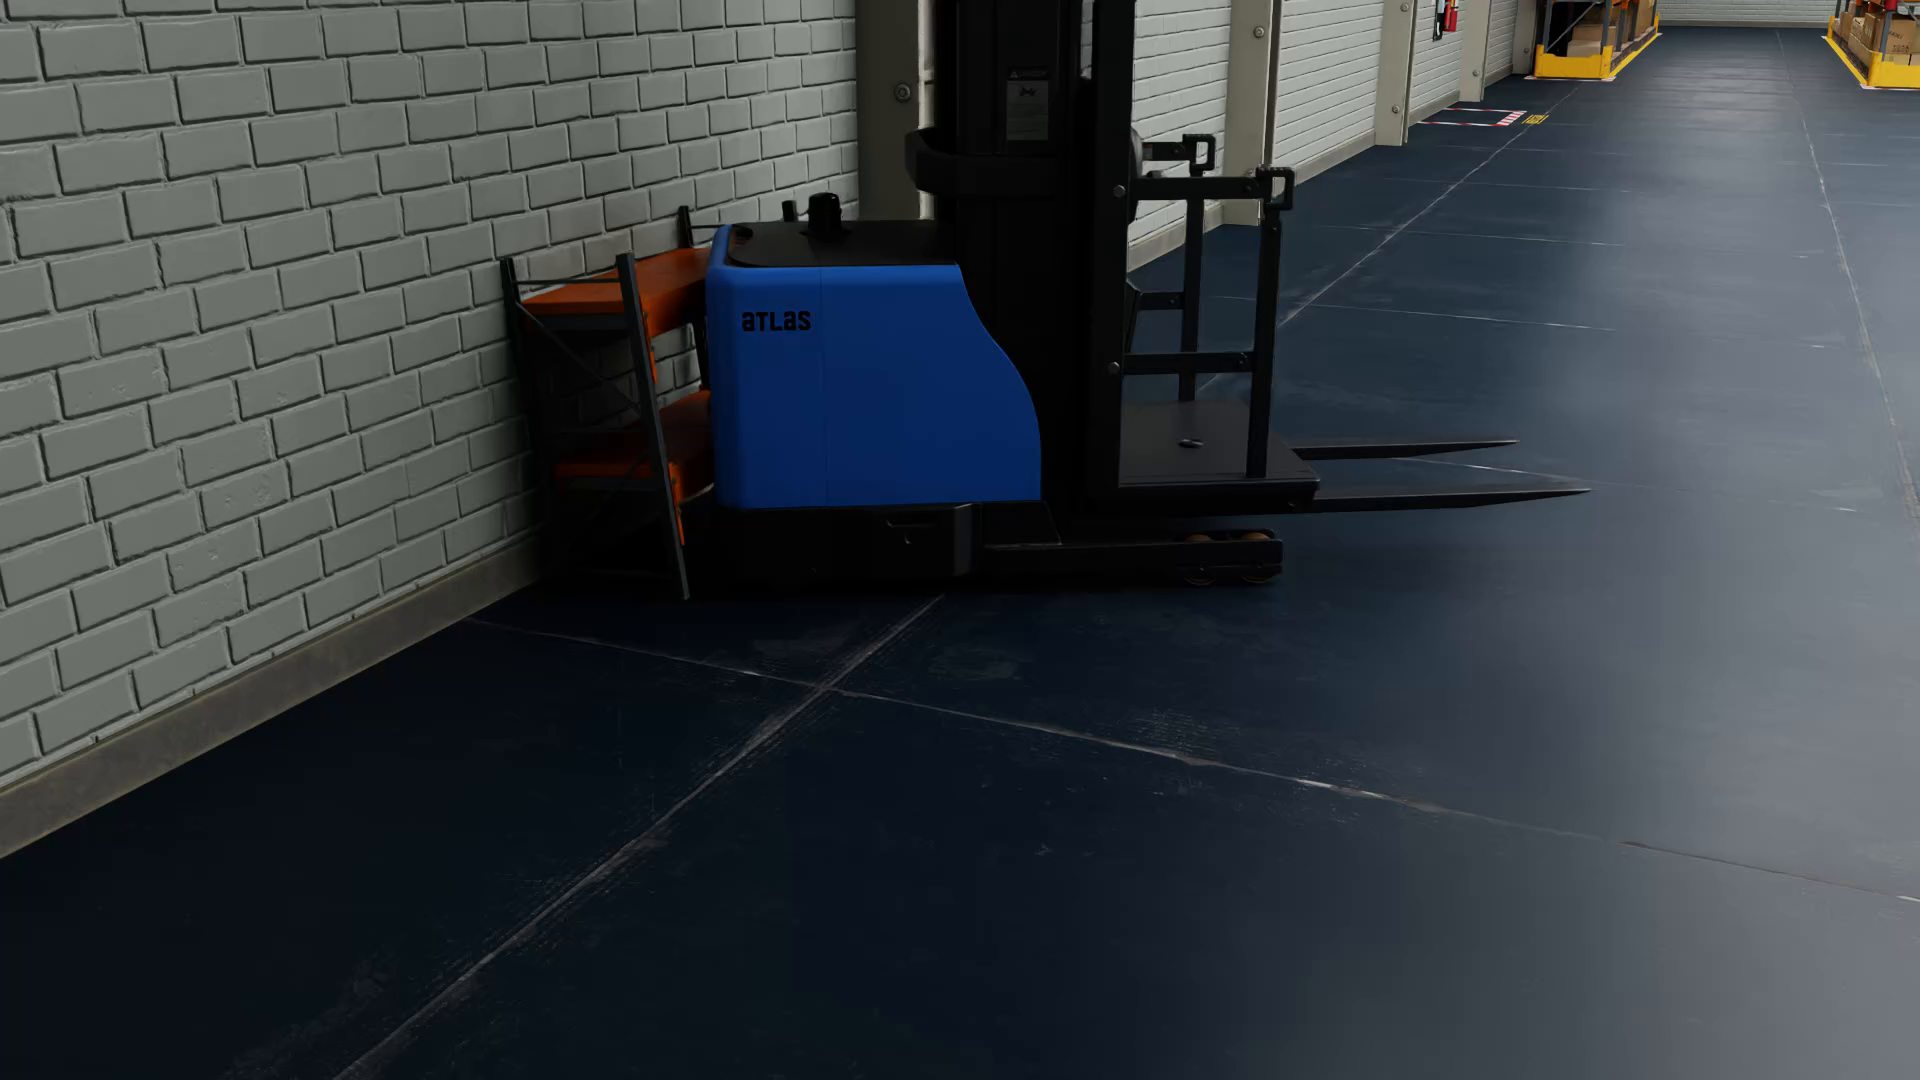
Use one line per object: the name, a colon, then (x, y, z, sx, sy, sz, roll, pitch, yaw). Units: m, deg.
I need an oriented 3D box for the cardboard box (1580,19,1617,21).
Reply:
cardboard box: (12.186, -9.717, 31.889, 0.700, 0.500, 0.500, 8, 21, 22)

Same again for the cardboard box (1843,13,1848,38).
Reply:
cardboard box: (18.902, -10.813, 34.970, 0.500, 0.500, 0.500, 9, 21, 23)

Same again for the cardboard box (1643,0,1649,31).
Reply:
cardboard box: (14.863, -11.709, 36.998, 0.750, 0.750, 0.750, 9, 21, 23)

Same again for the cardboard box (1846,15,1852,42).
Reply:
cardboard box: (18.274, -10.345, 33.655, 0.500, 0.500, 0.500, 8, 21, 21)

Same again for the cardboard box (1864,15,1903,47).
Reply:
cardboard box: (15.370, -8.468, 27.660, 0.500, 0.500, 0.500, 9, 21, 23)

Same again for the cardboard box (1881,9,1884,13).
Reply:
cardboard box: (20.296, -11.668, 37.371, 0.797, 0.503, 0.637, 9, 21, 23)

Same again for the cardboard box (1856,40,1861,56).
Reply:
cardboard box: (16.160, -8.685, 29.391, 0.500, 0.250, 0.500, 8, 21, 22)

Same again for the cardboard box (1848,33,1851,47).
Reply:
cardboard box: (17.411, -9.622, 32.025, 0.500, 0.250, 0.500, 8, 21, 23)

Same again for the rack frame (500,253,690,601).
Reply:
rack frame: (-1.170, -0.348, 5.328, 0.500, 1.125, 0.032, 3, 21, 25)

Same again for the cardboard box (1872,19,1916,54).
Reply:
cardboard box: (14.565, -7.854, 25.935, 0.500, 0.500, 0.500, 9, 21, 23)

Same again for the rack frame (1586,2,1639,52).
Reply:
rack frame: (13.372, -11.518, 33.879, 1.000, 3.000, 0.127, 9, 21, 23)

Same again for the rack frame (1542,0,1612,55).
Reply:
rack frame: (10.096, -9.072, 27.003, 1.000, 3.000, 0.127, 9, 21, 23)

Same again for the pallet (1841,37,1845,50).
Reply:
pallet: (19.232, -10.494, 35.163, 1.003, 0.211, 1.213, 9, 21, 23)

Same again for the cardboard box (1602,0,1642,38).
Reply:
cardboard box: (13.793, -10.910, 34.750, 0.750, 0.750, 0.750, 8, 21, 22)

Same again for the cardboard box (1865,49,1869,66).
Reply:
cardboard box: (14.964, -7.808, 26.925, 0.500, 0.250, 0.500, 9, 21, 23)

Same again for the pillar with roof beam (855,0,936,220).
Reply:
pillar with roof beam: (3.693, -4.304, 4.642, 9.100, 9.000, 0.400, 9, 21, 23)

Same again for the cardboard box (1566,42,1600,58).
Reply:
cardboard box: (10.462, -8.212, 27.939, 0.500, 0.311, 0.500, 6, 20, 17)

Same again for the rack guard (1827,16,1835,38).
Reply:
rack guard: (21.138, -12.084, 39.201, 1.175, 0.500, 0.348, 9, 21, 23)

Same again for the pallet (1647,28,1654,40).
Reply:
pallet: (15.891, -12.023, 39.461, 1.003, 0.211, 1.213, 9, 21, 23)

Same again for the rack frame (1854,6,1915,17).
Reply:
rack frame: (17.893, -10.839, 31.971, 1.000, 3.000, 0.127, 9, 21, 23)

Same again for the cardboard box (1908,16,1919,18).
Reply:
cardboard box: (15.656, -8.241, 27.023, 0.500, 0.500, 0.500, 9, 21, 23)

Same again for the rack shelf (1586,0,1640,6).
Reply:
rack shelf: (12.553, -10.568, 32.280, 1.077, 0.370, 4.000, 9, 21, 23)

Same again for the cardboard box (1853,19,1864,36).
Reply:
cardboard box: (16.992, -9.569, 31.038, 0.500, 0.311, 0.500, 8, 21, 21)

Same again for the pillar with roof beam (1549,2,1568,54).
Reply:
pillar with roof beam: (15.978, -13.475, 30.429, 9.100, 9.000, 0.400, 9, 21, 23)

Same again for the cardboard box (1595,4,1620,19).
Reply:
cardboard box: (12.628, -10.350, 32.550, 0.500, 0.250, 0.500, 8, 21, 22)

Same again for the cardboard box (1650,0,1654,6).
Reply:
cardboard box: (16.462, -12.919, 39.955, 0.380, 0.149, 0.250, 9, 22, 24)

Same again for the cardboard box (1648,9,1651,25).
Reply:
cardboard box: (16.043, -12.449, 39.601, 0.700, 0.500, 0.500, 8, 21, 21)

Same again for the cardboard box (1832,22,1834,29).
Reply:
cardboard box: (20.582, -12.000, 38.806, 0.380, 0.166, 0.250, 9, 21, 23)

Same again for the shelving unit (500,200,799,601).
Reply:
shelving unit: (-0.965, -0.517, 5.761, 0.538, 1.125, 1.048, 3, 21, 25)

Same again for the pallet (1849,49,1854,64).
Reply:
pallet: (17.019, -8.908, 30.701, 1.003, 0.211, 1.213, 9, 21, 23)

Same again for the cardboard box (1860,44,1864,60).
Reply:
cardboard box: (15.579, -8.267, 28.214, 0.500, 0.250, 0.500, 9, 21, 23)

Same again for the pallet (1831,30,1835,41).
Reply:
pallet: (20.812, -11.704, 38.564, 1.003, 0.211, 1.213, 9, 21, 23)

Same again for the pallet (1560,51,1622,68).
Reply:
pallet: (11.492, -8.771, 30.317, 1.003, 0.211, 1.213, 9, 21, 23)

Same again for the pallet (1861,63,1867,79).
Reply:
pallet: (15.393, -7.691, 27.280, 1.003, 0.211, 1.213, 9, 21, 23)

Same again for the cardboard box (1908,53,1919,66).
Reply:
cardboard box: (15.040, -7.430, 25.860, 0.500, 0.250, 0.500, 9, 21, 23)

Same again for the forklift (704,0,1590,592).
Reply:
forklift: (0.659, -1.404, 5.542, 3.031, 2.935, 1.130, -2, 20, -6)

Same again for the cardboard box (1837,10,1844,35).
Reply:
cardboard box: (19.506, -11.305, 36.354, 0.500, 0.500, 0.500, 9, 21, 23)

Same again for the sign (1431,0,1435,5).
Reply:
sign: (5.770, -6.683, 20.230, 0.001, 0.329, 0.234, 9, 21, 23)

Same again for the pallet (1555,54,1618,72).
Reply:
pallet: (10.993, -8.397, 29.265, 1.003, 0.211, 1.213, 9, 21, 23)

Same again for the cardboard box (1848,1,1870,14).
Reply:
cardboard box: (18.701, -11.025, 34.447, 0.500, 0.250, 0.500, 9, 21, 23)

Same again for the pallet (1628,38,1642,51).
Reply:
pallet: (13.764, -10.435, 34.995, 1.003, 0.211, 1.213, 9, 21, 23)

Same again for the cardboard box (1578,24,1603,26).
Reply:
cardboard box: (11.346, -9.002, 29.878, 0.500, 0.500, 0.500, 7, 21, 19)

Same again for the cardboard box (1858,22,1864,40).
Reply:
cardboard box: (16.367, -9.106, 29.738, 0.500, 0.311, 0.500, 9, 22, 24)

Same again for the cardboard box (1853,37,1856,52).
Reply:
cardboard box: (16.788, -9.152, 30.702, 0.500, 0.250, 0.500, 9, 21, 24)
